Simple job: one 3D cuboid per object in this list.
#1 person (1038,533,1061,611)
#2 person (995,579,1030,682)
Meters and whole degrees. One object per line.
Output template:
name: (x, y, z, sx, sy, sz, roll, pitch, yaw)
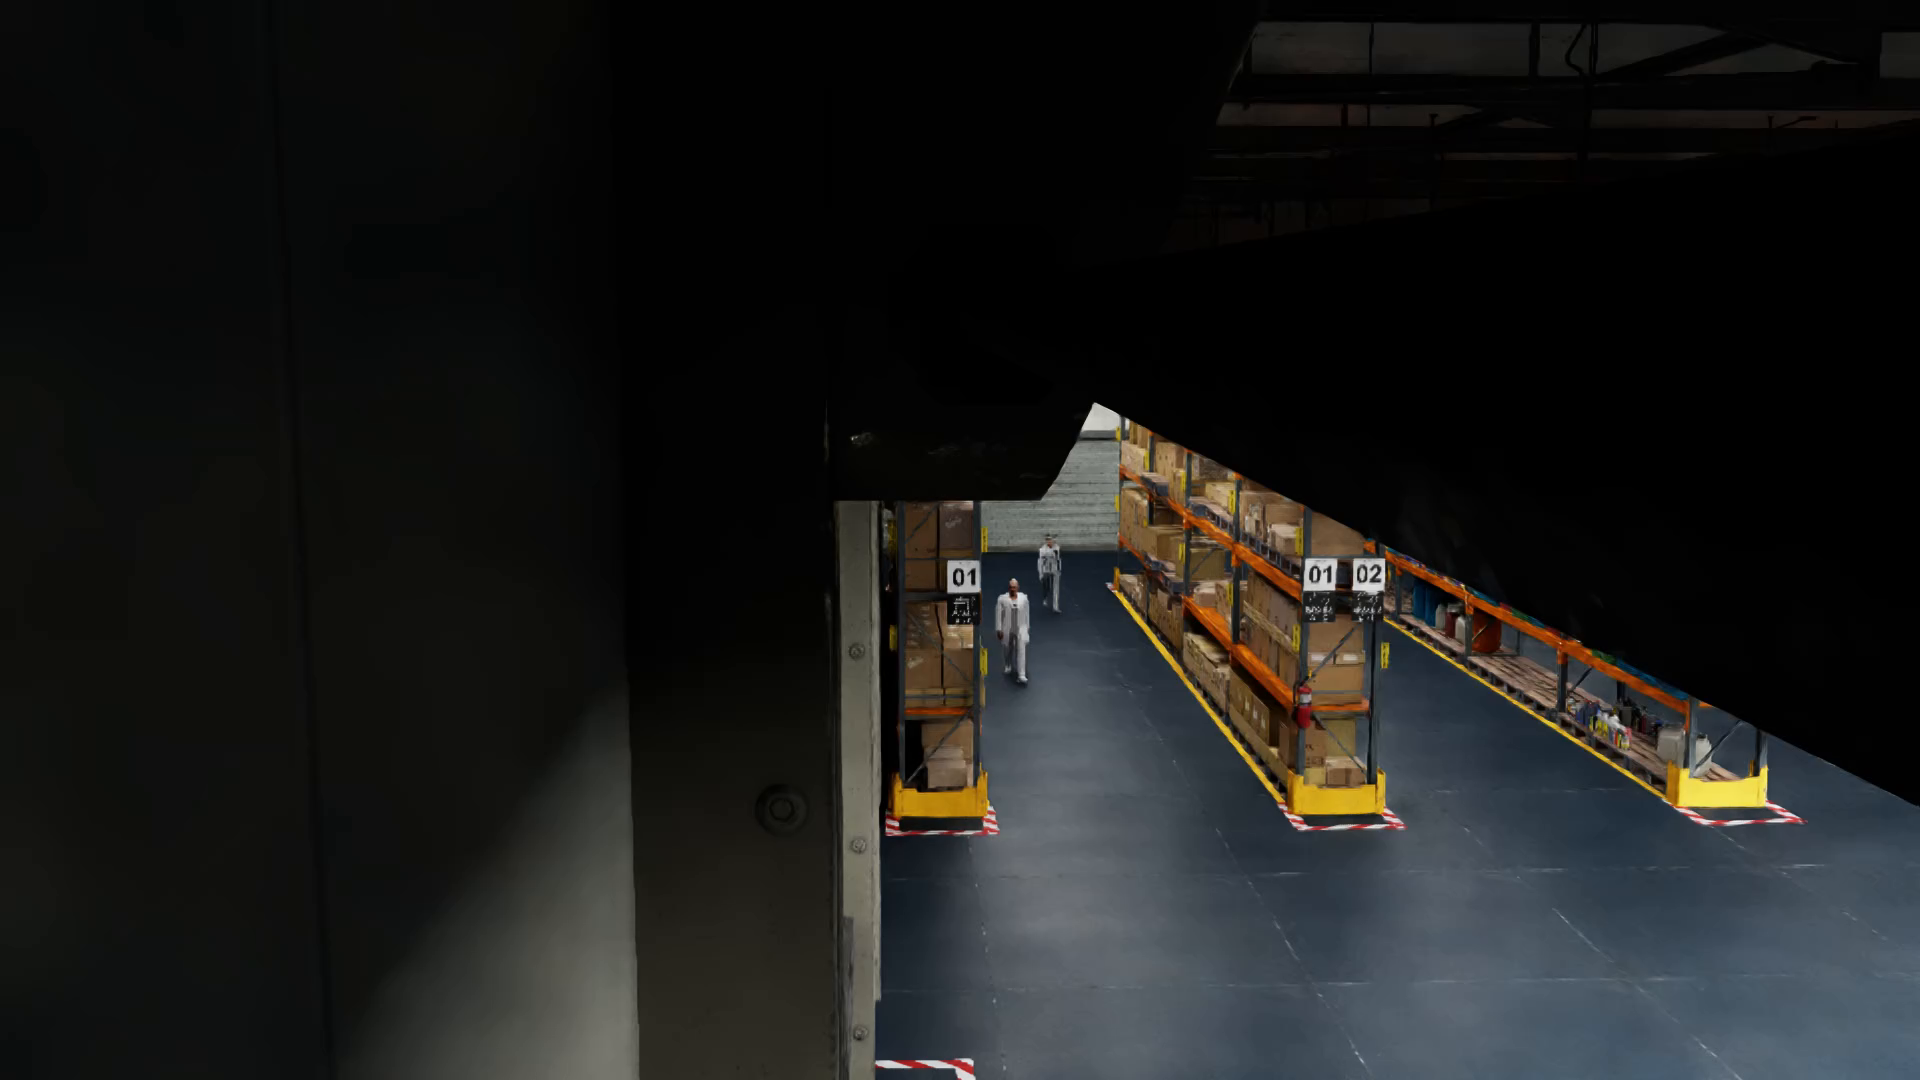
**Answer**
person: (1.835, 0.630, 34.061, 0.495, 1.589, 1.086, 0, 8, 0)
person: (0.887, 1.481, 27.793, 0.598, 1.698, 1.194, 0, 8, 0)
